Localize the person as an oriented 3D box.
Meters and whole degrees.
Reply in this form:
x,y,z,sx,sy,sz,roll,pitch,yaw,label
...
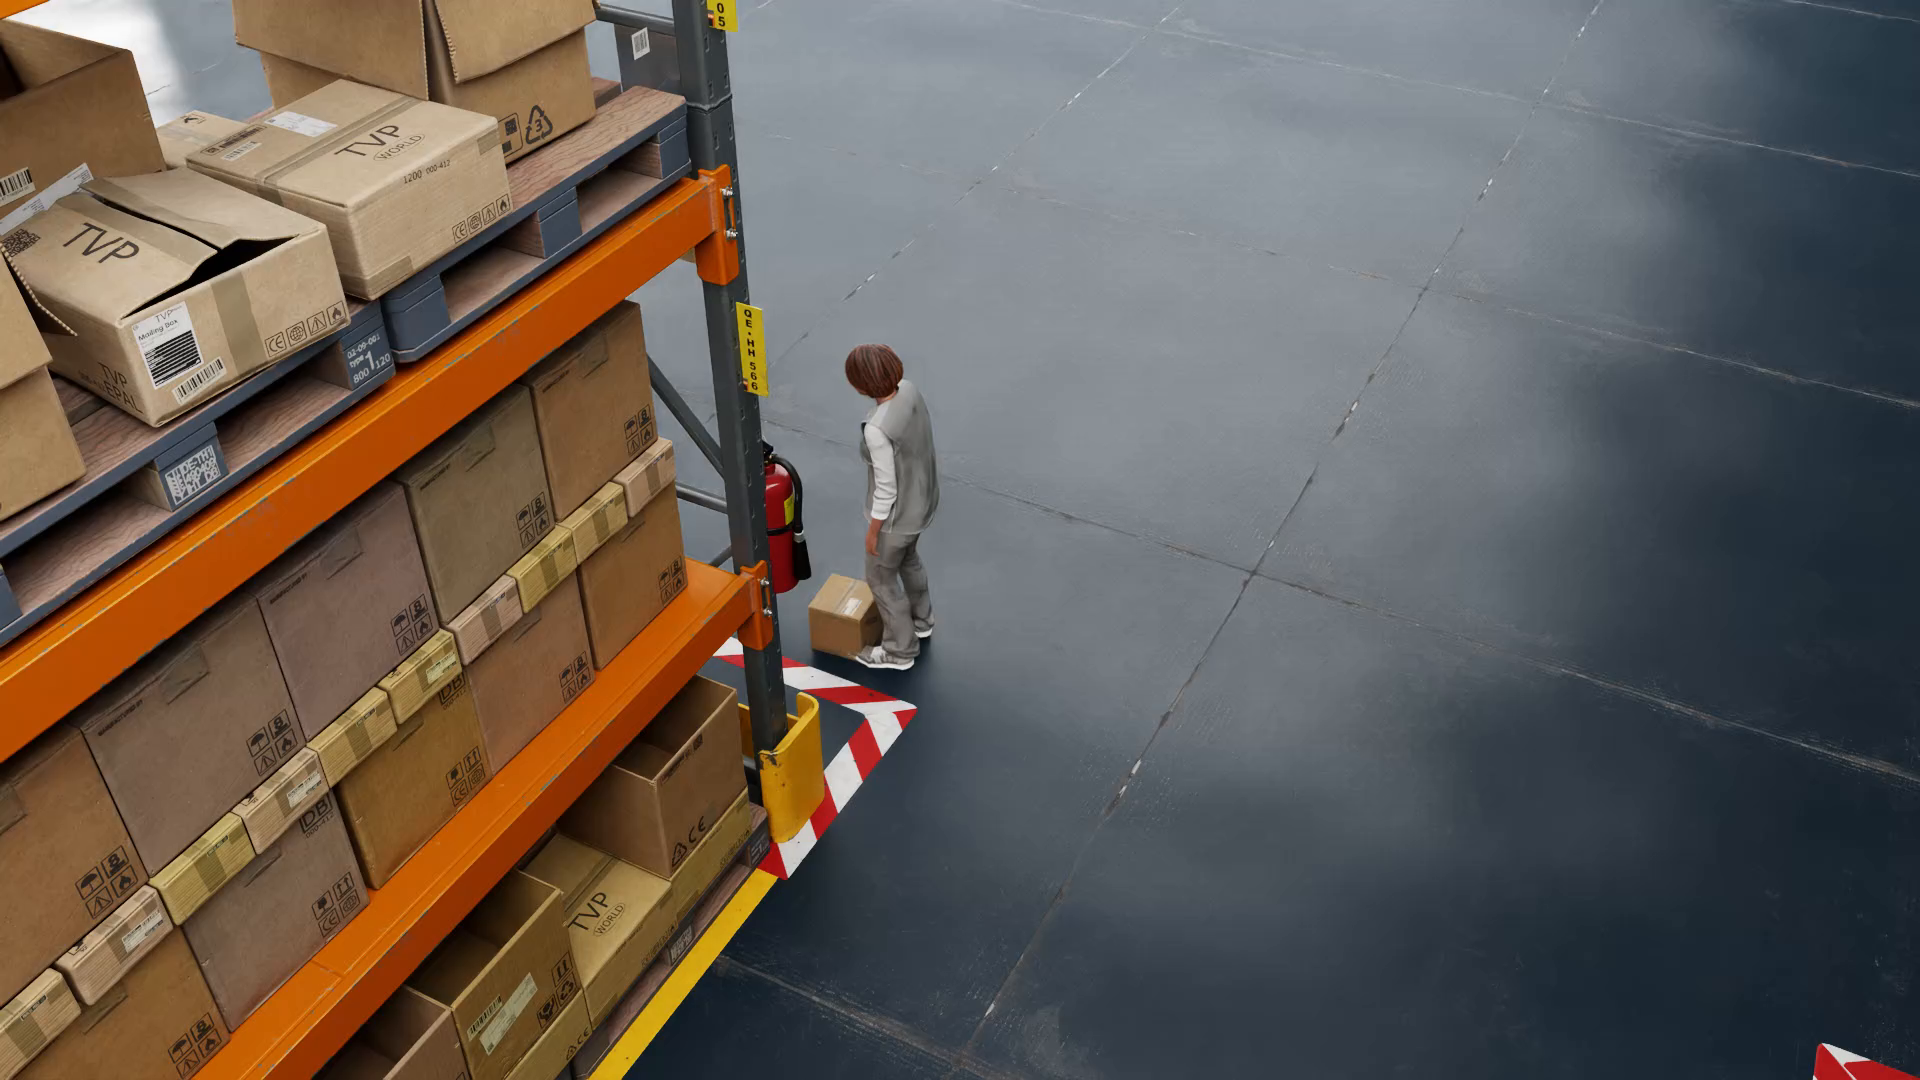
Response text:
x,y,z,sx,sy,sz,roll,pitch,yaw,label
-0.268,-0.130,6.921,0.345,1.591,0.478,13,40,16,person
